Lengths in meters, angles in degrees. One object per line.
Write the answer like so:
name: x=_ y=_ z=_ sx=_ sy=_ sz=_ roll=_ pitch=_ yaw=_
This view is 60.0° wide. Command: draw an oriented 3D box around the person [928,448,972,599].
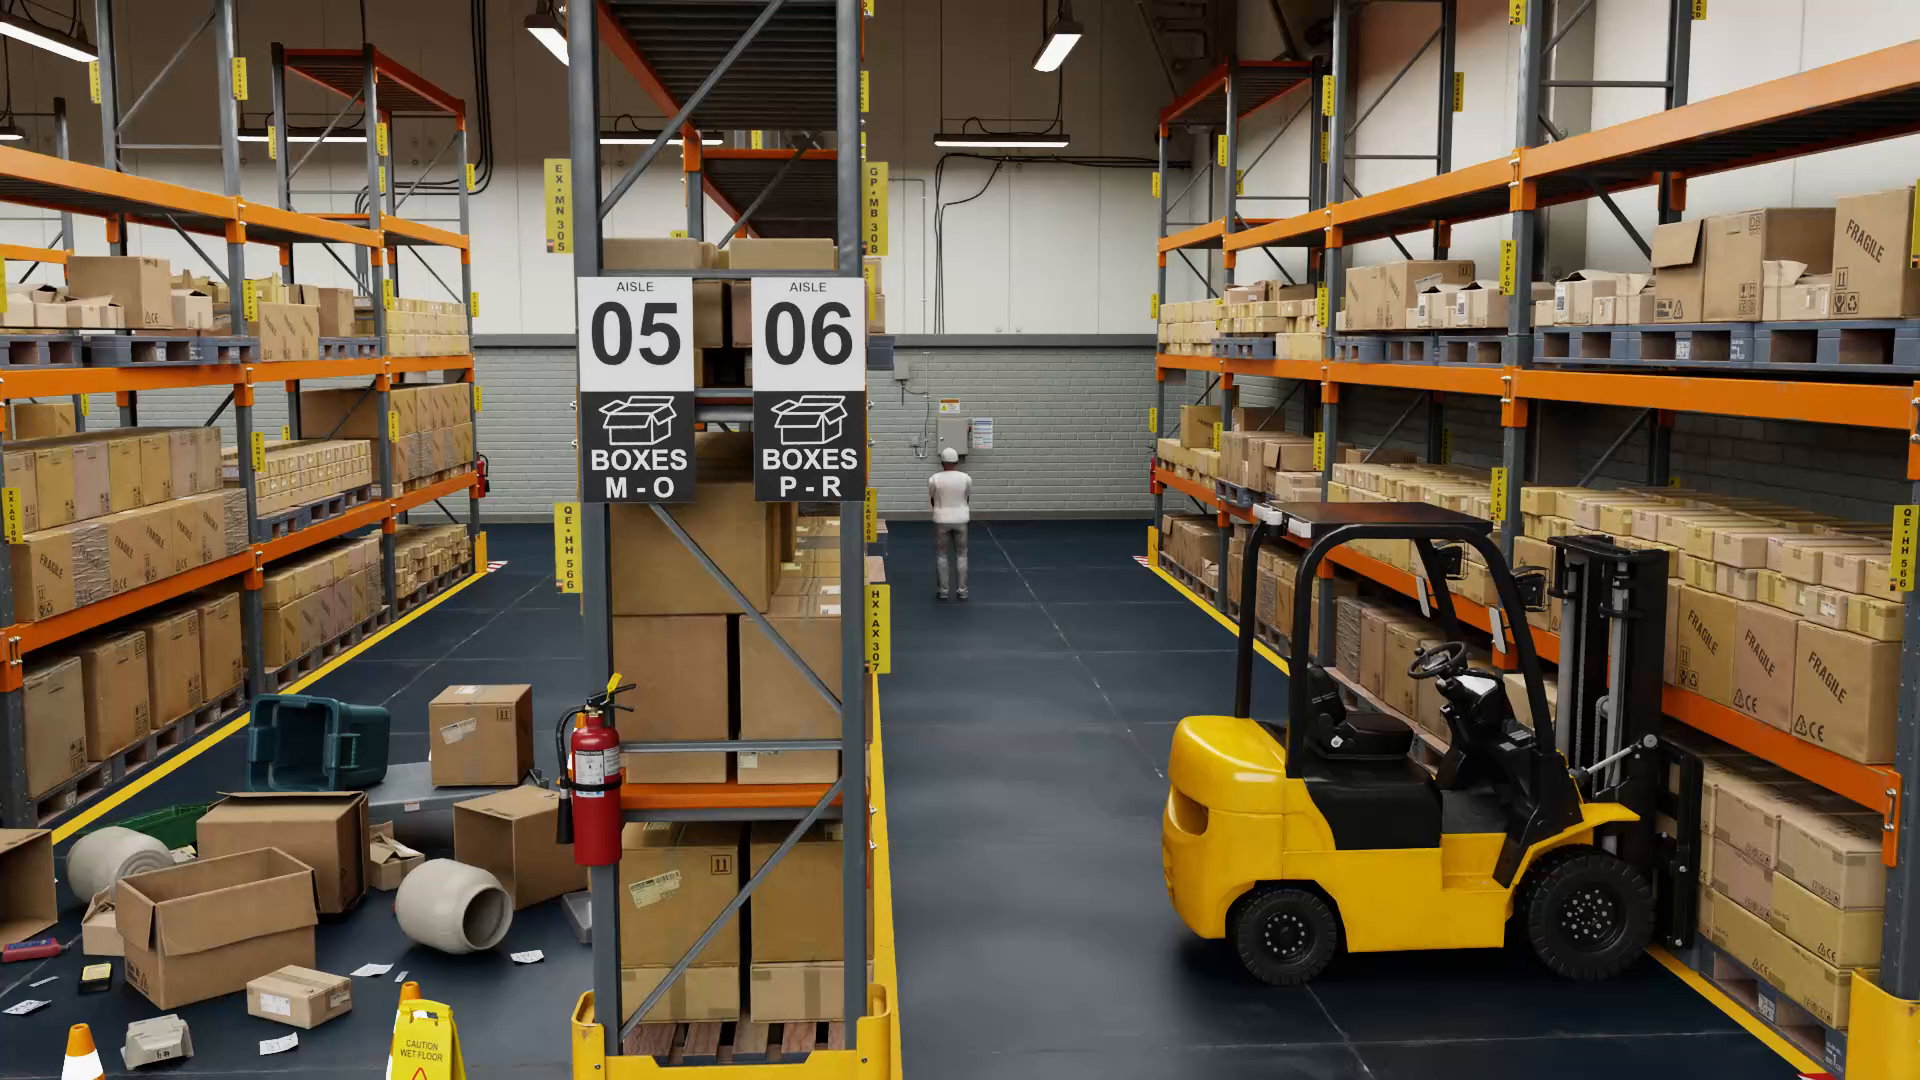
person: x=-0.124 y=-0.206 z=19.394 sx=0.504 sy=1.760 sz=0.575 roll=-1 pitch=7 yaw=-4
